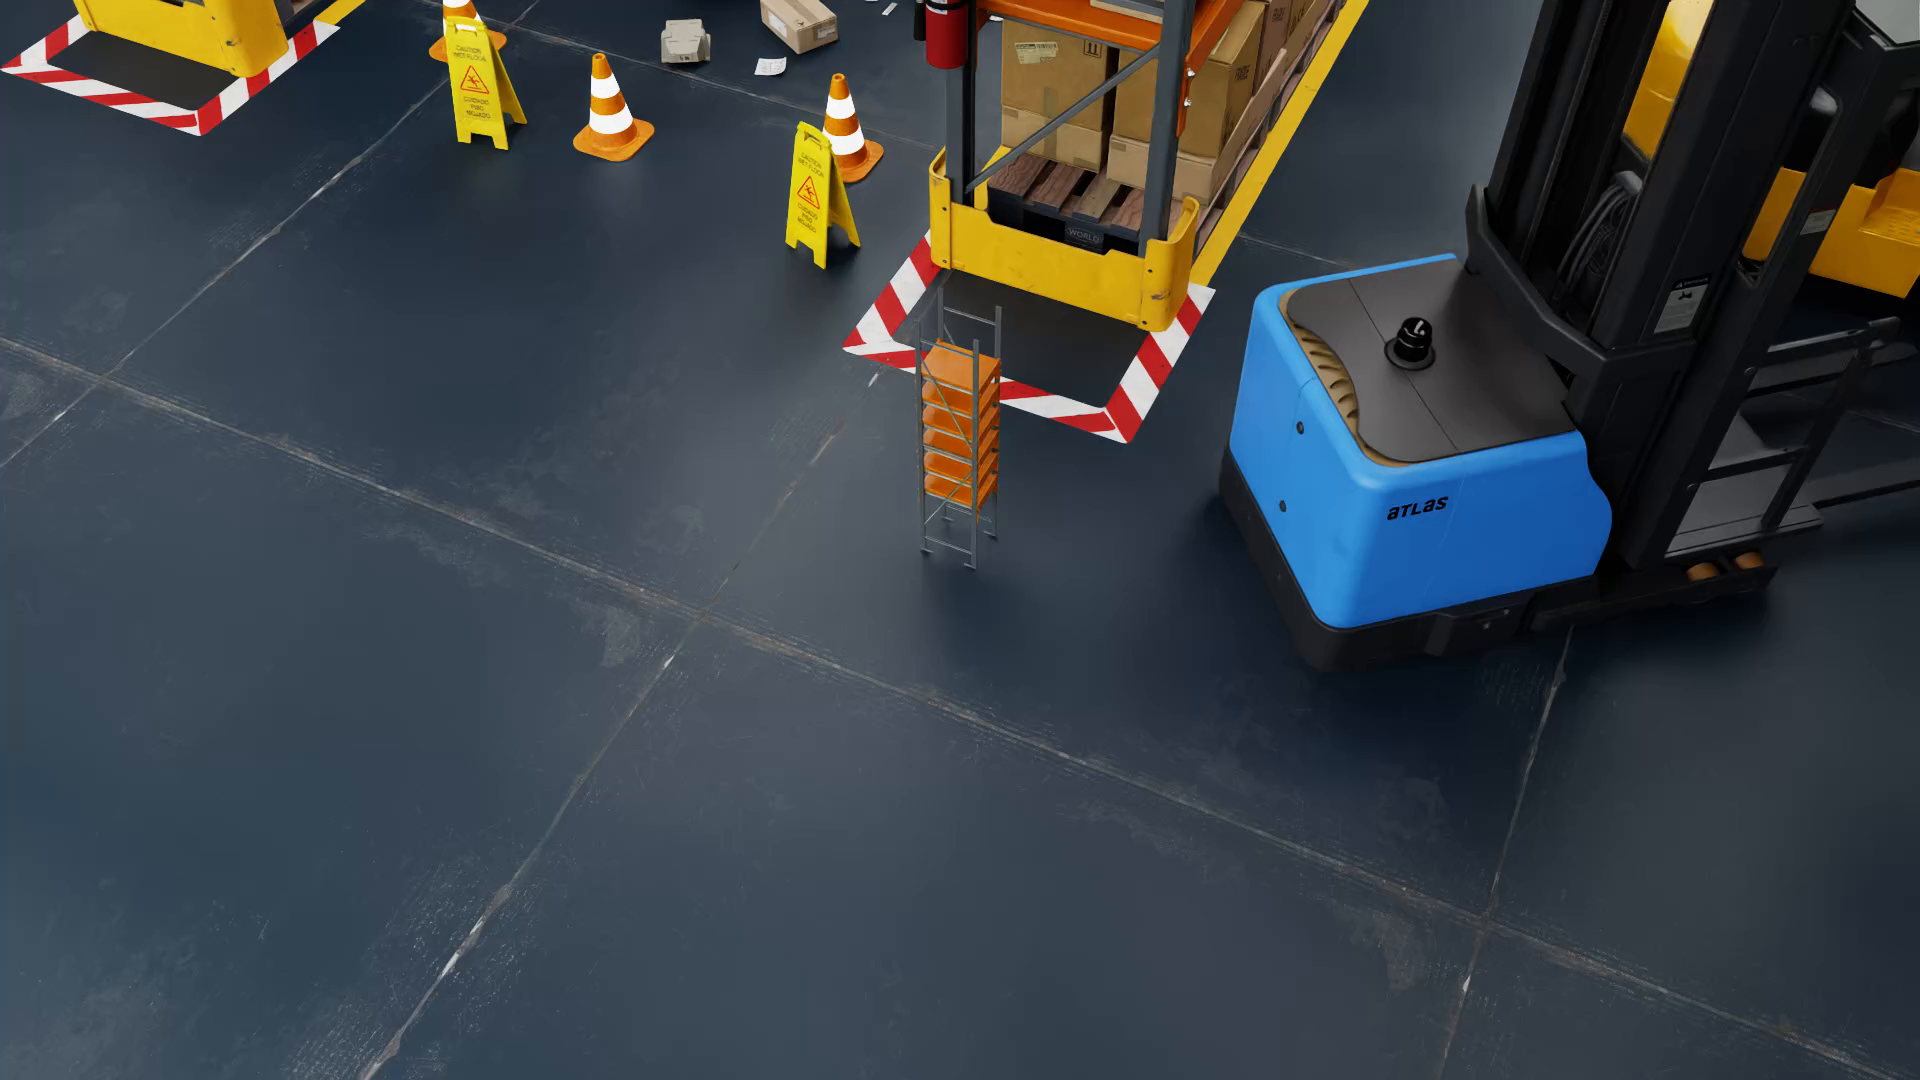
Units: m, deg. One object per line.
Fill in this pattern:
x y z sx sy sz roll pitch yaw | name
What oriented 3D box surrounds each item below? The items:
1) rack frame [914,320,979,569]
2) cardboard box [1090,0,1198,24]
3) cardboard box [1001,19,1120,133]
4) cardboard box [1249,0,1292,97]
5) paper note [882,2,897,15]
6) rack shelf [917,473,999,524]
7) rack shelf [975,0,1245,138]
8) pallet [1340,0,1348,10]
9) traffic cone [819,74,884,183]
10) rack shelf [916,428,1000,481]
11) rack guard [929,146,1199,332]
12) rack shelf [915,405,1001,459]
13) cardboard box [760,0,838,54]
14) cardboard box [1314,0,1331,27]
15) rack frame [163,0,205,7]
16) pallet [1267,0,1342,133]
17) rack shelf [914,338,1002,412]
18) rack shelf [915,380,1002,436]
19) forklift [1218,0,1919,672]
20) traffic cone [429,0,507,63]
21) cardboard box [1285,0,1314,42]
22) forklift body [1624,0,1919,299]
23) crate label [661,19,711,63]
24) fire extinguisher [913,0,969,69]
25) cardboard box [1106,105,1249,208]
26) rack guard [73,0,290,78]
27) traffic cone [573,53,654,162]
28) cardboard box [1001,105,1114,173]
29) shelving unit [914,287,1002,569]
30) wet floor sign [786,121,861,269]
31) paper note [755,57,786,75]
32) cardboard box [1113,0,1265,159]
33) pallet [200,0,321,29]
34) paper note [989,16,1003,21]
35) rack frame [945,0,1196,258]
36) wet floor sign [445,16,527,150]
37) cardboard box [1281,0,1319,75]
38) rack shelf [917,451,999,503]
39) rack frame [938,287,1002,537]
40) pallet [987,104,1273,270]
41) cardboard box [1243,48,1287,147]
-0.045 -0.316 6.046 0.240 1.200 0.006 20 52 16 | rack frame
0.745 -2.214 6.644 0.380 0.149 0.250 20 52 16 | cardboard box
0.519 -2.253 7.550 0.500 0.500 0.500 20 53 16 | cardboard box
1.236 -2.460 7.726 0.500 0.500 0.500 18 52 15 | cardboard box
-0.380 -2.877 9.007 0.032 0.001 0.123 20 52 16 | paper note
-0.006 -0.195 6.316 0.258 0.103 0.180 20 52 16 | rack shelf
1.267 -3.273 7.853 1.077 0.370 4.000 20 52 16 | rack shelf
1.867 -3.506 9.410 1.003 0.211 1.213 20 52 16 | pallet
-0.570 -2.023 7.982 0.336 0.463 0.334 20 52 16 | traffic cone
-0.006 -0.350 6.134 0.258 0.103 0.180 20 52 16 | rack shelf
0.445 -1.371 7.404 1.175 0.500 0.348 20 52 16 | rack guard
-0.006 -0.428 6.042 0.258 0.103 0.180 20 52 16 | rack shelf
-0.854 -2.764 8.820 0.250 0.149 0.380 -28 55 -22 | cardboard box
1.672 -2.915 8.606 0.500 0.250 0.500 21 53 17 | cardboard box
-4.106 -3.670 7.718 1.000 3.000 0.127 20 52 16 | rack frame
1.347 -2.663 8.692 1.003 0.211 1.213 20 52 16 | pallet
-0.006 -0.583 5.859 0.258 0.103 0.180 20 52 16 | rack shelf
-0.006 -0.506 5.951 0.258 0.103 0.180 20 52 16 | rack shelf
2.608 -1.088 5.566 3.031 2.935 1.130 -12 51 -10 | forklift
-2.595 -2.751 8.603 0.336 0.463 0.334 20 52 16 | traffic cone
1.458 -2.803 8.018 0.500 0.500 0.500 21 53 17 | cardboard box
4.063 -2.141 6.974 2.313 2.155 1.214 20 52 16 | forklift body
-1.439 -2.606 8.692 0.250 0.136 0.298 -4 50 -3 | crate label
-0.053 -2.175 6.497 0.296 0.674 0.183 20 52 16 | fire extinguisher
1.007 -1.839 7.690 0.500 0.250 0.500 19 52 16 | cardboard box
-4.116 -2.843 8.656 1.175 0.500 0.348 20 52 16 | rack guard
-1.719 -2.150 8.090 0.336 0.463 0.334 20 52 16 | traffic cone
0.525 -2.035 7.857 0.500 0.250 0.500 20 52 16 | cardboard box
-0.006 -0.379 6.100 0.258 1.200 0.189 20 52 16 | shelving unit
-0.636 -1.583 7.489 0.232 0.644 0.267 -37 59 -27 | wet floor sign
-0.983 -2.465 8.643 0.148 0.019 0.142 4 50 3 | paper note
1.017 -2.099 7.419 0.500 0.500 0.500 18 52 15 | cardboard box
-3.835 -3.342 9.271 1.003 0.211 1.213 20 52 16 | pallet
0.203 -2.852 8.971 0.142 0.019 0.148 4 50 3 | paper note
0.413 -2.129 6.407 1.000 3.000 0.127 20 52 16 | rack frame
-2.328 -2.243 8.050 0.267 0.644 0.232 12 51 10 | wet floor sign
1.454 -2.568 8.311 0.500 0.250 0.500 23 53 18 | cardboard box
-0.006 -0.272 6.225 0.258 0.103 0.180 20 52 16 | rack shelf
0.033 -0.442 6.153 0.240 1.200 0.006 20 52 16 | rack frame
0.824 -1.826 7.980 1.003 0.211 1.213 20 52 16 | pallet
1.232 -2.188 7.987 0.500 0.250 0.500 22 53 17 | cardboard box
